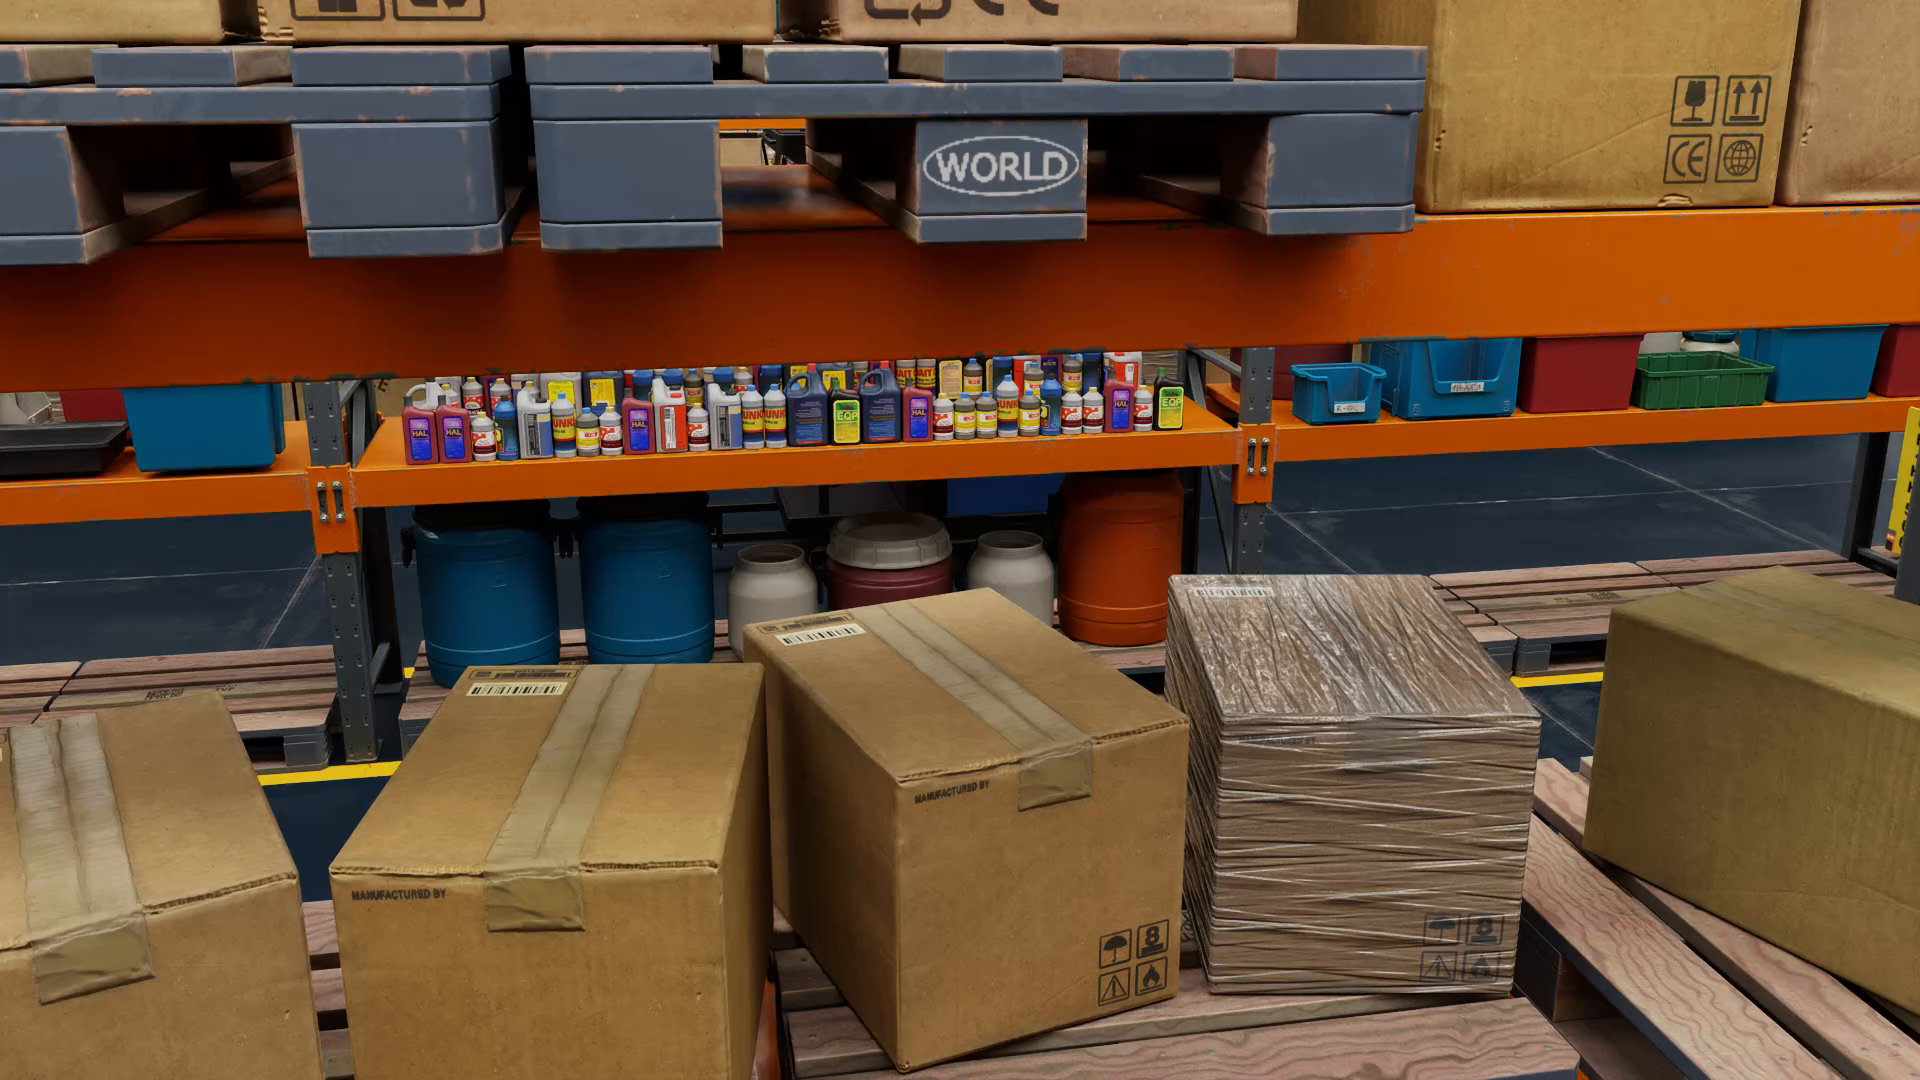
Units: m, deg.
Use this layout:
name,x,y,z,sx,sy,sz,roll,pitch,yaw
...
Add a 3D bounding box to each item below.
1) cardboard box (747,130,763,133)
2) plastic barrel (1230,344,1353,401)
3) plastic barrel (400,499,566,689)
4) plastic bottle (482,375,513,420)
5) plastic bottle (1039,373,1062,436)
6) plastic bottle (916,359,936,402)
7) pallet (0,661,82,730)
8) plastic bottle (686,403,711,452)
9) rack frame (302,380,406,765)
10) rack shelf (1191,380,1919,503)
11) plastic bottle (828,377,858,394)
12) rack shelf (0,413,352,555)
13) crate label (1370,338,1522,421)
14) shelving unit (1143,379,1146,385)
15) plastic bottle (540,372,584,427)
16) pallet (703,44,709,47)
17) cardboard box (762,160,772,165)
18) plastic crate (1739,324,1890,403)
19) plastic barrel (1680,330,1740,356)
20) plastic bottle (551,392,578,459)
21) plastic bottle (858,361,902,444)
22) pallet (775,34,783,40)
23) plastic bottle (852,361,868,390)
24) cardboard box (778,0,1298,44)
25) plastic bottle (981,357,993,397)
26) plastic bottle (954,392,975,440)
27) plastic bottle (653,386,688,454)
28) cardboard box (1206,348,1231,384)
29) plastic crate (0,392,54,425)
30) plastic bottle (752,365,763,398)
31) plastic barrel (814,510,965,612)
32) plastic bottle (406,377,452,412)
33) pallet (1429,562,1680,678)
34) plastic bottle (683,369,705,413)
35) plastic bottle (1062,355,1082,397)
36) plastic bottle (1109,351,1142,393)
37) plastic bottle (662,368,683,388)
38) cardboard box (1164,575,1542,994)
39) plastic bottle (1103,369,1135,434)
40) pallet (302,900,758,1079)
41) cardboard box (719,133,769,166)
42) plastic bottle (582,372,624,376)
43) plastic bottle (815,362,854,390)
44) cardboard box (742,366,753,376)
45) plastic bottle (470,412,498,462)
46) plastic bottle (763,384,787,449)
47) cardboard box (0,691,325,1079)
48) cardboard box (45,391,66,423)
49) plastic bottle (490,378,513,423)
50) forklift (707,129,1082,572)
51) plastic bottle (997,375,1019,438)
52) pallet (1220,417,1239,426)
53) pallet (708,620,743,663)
name,x,y,z,sx,sy,sz,roll,pitch,yaw
cardboard box,-2.497,-5.158,21.400,0.500,0.250,0.500,-4,17,-12
plastic barrel,1.651,-1.014,8.272,0.708,0.536,0.600,-3,17,-10
plastic barrel,-2.137,0.164,7.528,0.708,0.901,0.600,-3,17,-10
plastic bottle,-2.131,-0.698,7.675,0.133,0.283,0.061,-3,17,-10
plastic bottle,0.402,-0.604,7.388,0.097,0.271,0.097,0,17,0
plastic bottle,-0.164,-0.799,8.022,0.097,0.271,0.097,0,17,0
pallet,-4.590,0.841,7.214,1.213,0.211,1.003,-3,17,-10
plastic bottle,-1.120,-0.484,7.117,0.097,0.201,0.097,0,17,0
rack frame,-2.675,-0.613,7.198,0.127,3.000,1.000,-3,17,-10
rack shelf,3.216,-0.603,8.392,4.000,0.370,1.077,-3,17,-10
plastic bottle,-0.510,-0.571,7.259,0.133,0.283,0.061,-3,17,-10
rack shelf,-4.639,-0.158,6.941,4.000,0.370,1.077,-3,17,-10
crate label,2.279,-0.830,7.845,0.616,0.435,0.502,-3,17,-10
shelving unit,1.154,-0.491,10.124,0.252,1.050,0.215,-9,19,-27
plastic bottle,-1.807,-0.693,7.544,0.185,0.351,0.144,-3,17,-10
pallet,-2.812,-4.883,16.311,1.003,0.211,1.213,-3,17,-10
cardboard box,-1.938,-3.705,16.473,0.250,0.149,0.380,-3,17,-11
plastic crate,4.156,-0.900,8.160,0.575,0.384,0.392,-3,17,-10
plastic barrel,3.851,-0.963,8.574,0.301,0.262,0.301,0,17,0
plastic bottle,-1.670,-0.486,7.005,0.097,0.271,0.097,0,17,0
plastic bottle,-0.350,-0.606,7.260,0.185,0.351,0.144,-3,17,-10
pallet,-0.811,-2.092,7.228,1.213,0.211,1.003,-3,17,-10
plastic bottle,-0.487,-0.780,7.963,0.097,0.271,0.097,0,17,0
cardboard box,0.079,-0.997,2.284,0.600,0.600,0.600,-4,18,-13
plastic bottle,0.172,-0.829,8.101,0.133,0.283,0.061,-3,17,-10
plastic bottle,0.020,-0.549,7.328,0.097,0.201,0.097,0,17,0
plastic bottle,-1.239,-0.521,7.111,0.135,0.276,0.152,-3,17,-10
cardboard box,2.065,-1.390,13.237,0.500,0.500,0.700,-2,17,-6
plastic crate,-4.209,-0.553,7.103,0.530,0.282,0.437,-3,17,-10
plastic bottle,-0.917,-0.767,7.899,0.133,0.283,0.061,-3,17,-10
plastic barrel,-0.333,0.211,7.907,0.708,0.588,0.600,-3,17,-10
plastic bottle,-2.228,-0.518,6.973,0.185,0.351,0.144,-3,17,-10
pallet,3.216,0.398,8.655,1.213,0.211,1.003,-3,17,-10
plastic bottle,-1.255,-0.703,7.831,0.097,0.201,0.097,0,17,0
plastic bottle,0.552,-0.806,8.165,0.097,0.201,0.097,0,17,0
plastic bottle,0.795,-0.802,8.024,0.135,0.276,0.152,-3,17,-10
plastic bottle,-1.321,-0.688,7.661,0.097,0.271,0.097,0,17,0
cardboard box,0.657,0.407,2.991,0.500,0.500,0.700,0,17,0
plastic bottle,0.710,-0.622,7.425,0.133,0.283,0.061,-3,17,-10
pallet,-0.934,0.894,2.619,1.213,0.211,1.003,-3,17,-10
cardboard box,-1.706,-2.680,12.050,0.637,0.503,0.797,-3,17,-9
plastic bottle,-1.653,-0.745,7.713,0.185,0.351,0.144,-3,17,-10
plastic bottle,-0.592,-0.760,7.761,0.185,0.351,0.144,-3,17,-10
cardboard box,-1.245,-1.369,12.563,0.875,0.875,1.225,-3,17,-10
plastic bottle,-1.993,-0.435,6.956,0.097,0.201,0.097,0,17,0
plastic bottle,-0.797,-0.536,7.167,0.097,0.271,0.097,0,17,0
cardboard box,-1.231,0.605,2.348,0.500,0.500,0.700,-10,20,-29
cardboard box,-6.035,-1.112,11.728,0.875,0.875,0.875,-3,17,-10
plastic bottle,-2.098,-0.637,7.616,0.097,0.201,0.097,0,17,0
forklift,-0.618,-1.365,9.765,3.031,2.935,1.130,-3,17,-11
plastic bottle,0.211,-0.593,7.353,0.097,0.271,0.097,0,17,0
pallet,2.276,-1.041,13.340,1.213,0.211,1.003,-3,17,-10
pallet,-0.709,0.620,7.933,1.213,0.211,1.003,-3,17,-10
